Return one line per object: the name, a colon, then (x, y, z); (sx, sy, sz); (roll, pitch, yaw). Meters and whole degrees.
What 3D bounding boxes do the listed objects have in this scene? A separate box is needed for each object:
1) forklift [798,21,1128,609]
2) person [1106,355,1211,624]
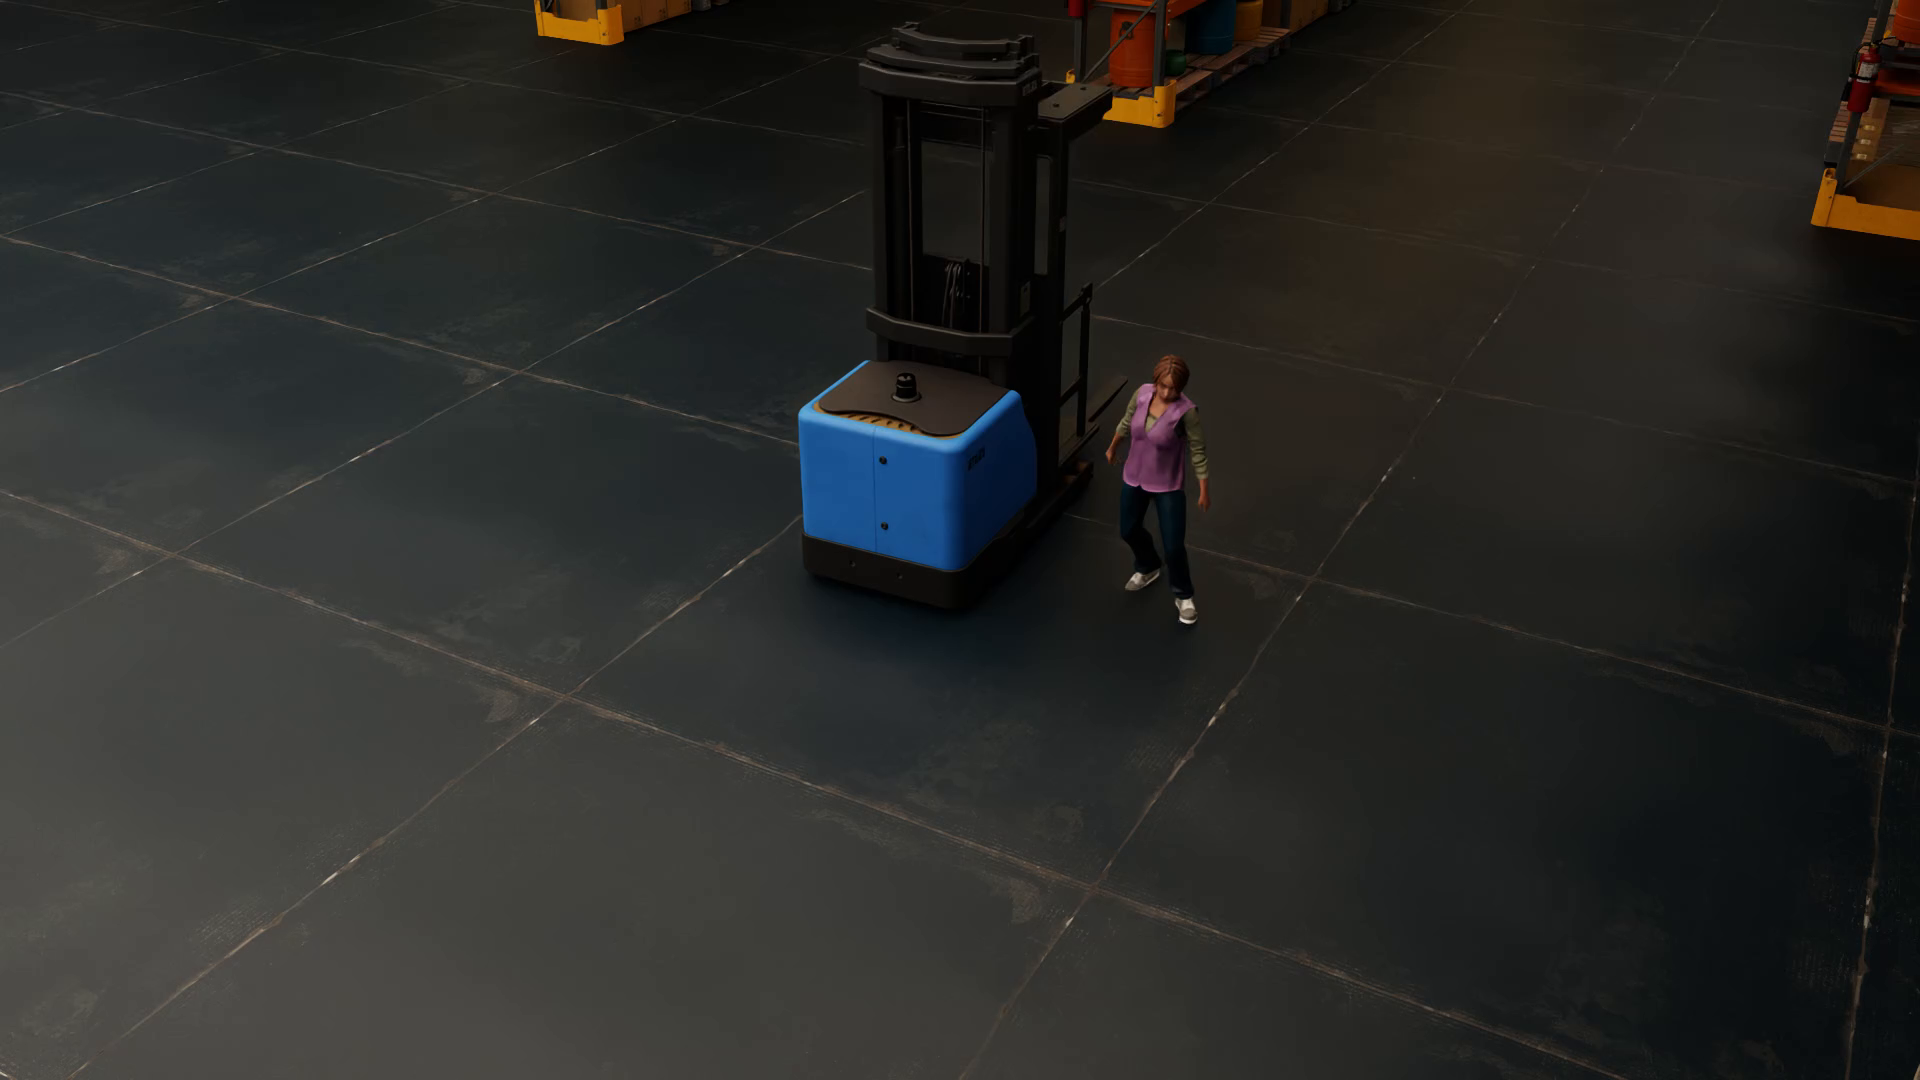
forklift: (0.197, -1.603, 9.848); (1.130, 2.935, 3.031); (14, 33, 22)
person: (1.083, -0.330, 9.083); (0.725, 1.567, 0.418); (24, 37, 35)
